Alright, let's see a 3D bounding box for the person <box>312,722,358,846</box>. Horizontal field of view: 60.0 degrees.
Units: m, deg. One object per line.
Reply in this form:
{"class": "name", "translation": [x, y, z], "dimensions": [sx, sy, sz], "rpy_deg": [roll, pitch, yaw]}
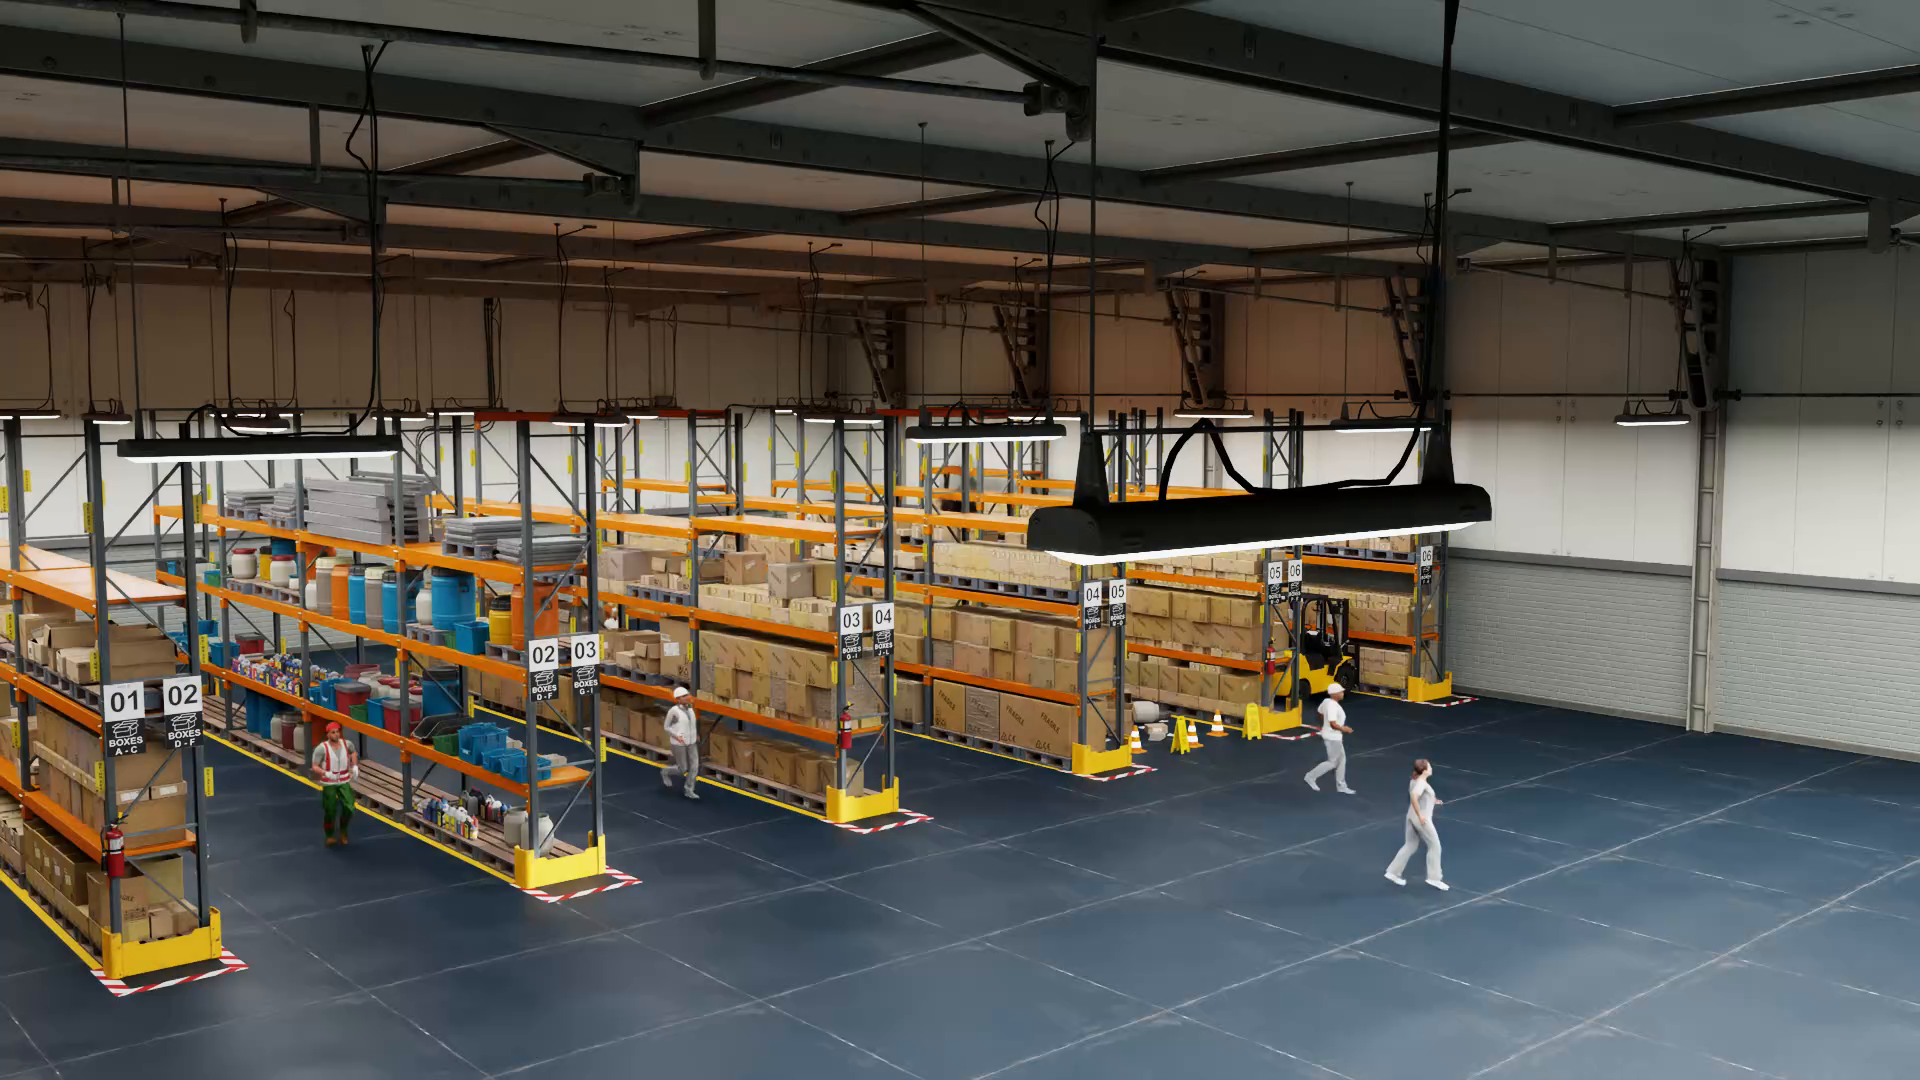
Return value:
{"class": "person", "translation": [-8.674, 3.415, 23.192], "dimensions": [0.686, 1.785, 0.676], "rpy_deg": [-4, 6, -38]}

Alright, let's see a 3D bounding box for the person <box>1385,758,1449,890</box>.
{"class": "person", "translation": [5.841, 3.628, 21.253], "dimensions": [0.839, 1.703, 0.559], "rpy_deg": [-1, 5, -12]}

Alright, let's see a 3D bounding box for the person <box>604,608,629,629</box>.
{"class": "person", "translation": [-7.612, 2.300, 36.843], "dimensions": [0.617, 1.633, 0.628], "rpy_deg": [-3, 6, -31]}

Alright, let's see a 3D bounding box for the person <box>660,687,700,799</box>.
{"class": "person", "translation": [-4.385, 3.180, 26.167], "dimensions": [0.756, 1.750, 0.663], "rpy_deg": [4, 6, 39]}

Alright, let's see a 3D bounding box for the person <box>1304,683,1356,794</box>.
{"class": "person", "translation": [5.867, 3.143, 26.315], "dimensions": [0.841, 1.776, 0.725], "rpy_deg": [0, 5, 5]}
